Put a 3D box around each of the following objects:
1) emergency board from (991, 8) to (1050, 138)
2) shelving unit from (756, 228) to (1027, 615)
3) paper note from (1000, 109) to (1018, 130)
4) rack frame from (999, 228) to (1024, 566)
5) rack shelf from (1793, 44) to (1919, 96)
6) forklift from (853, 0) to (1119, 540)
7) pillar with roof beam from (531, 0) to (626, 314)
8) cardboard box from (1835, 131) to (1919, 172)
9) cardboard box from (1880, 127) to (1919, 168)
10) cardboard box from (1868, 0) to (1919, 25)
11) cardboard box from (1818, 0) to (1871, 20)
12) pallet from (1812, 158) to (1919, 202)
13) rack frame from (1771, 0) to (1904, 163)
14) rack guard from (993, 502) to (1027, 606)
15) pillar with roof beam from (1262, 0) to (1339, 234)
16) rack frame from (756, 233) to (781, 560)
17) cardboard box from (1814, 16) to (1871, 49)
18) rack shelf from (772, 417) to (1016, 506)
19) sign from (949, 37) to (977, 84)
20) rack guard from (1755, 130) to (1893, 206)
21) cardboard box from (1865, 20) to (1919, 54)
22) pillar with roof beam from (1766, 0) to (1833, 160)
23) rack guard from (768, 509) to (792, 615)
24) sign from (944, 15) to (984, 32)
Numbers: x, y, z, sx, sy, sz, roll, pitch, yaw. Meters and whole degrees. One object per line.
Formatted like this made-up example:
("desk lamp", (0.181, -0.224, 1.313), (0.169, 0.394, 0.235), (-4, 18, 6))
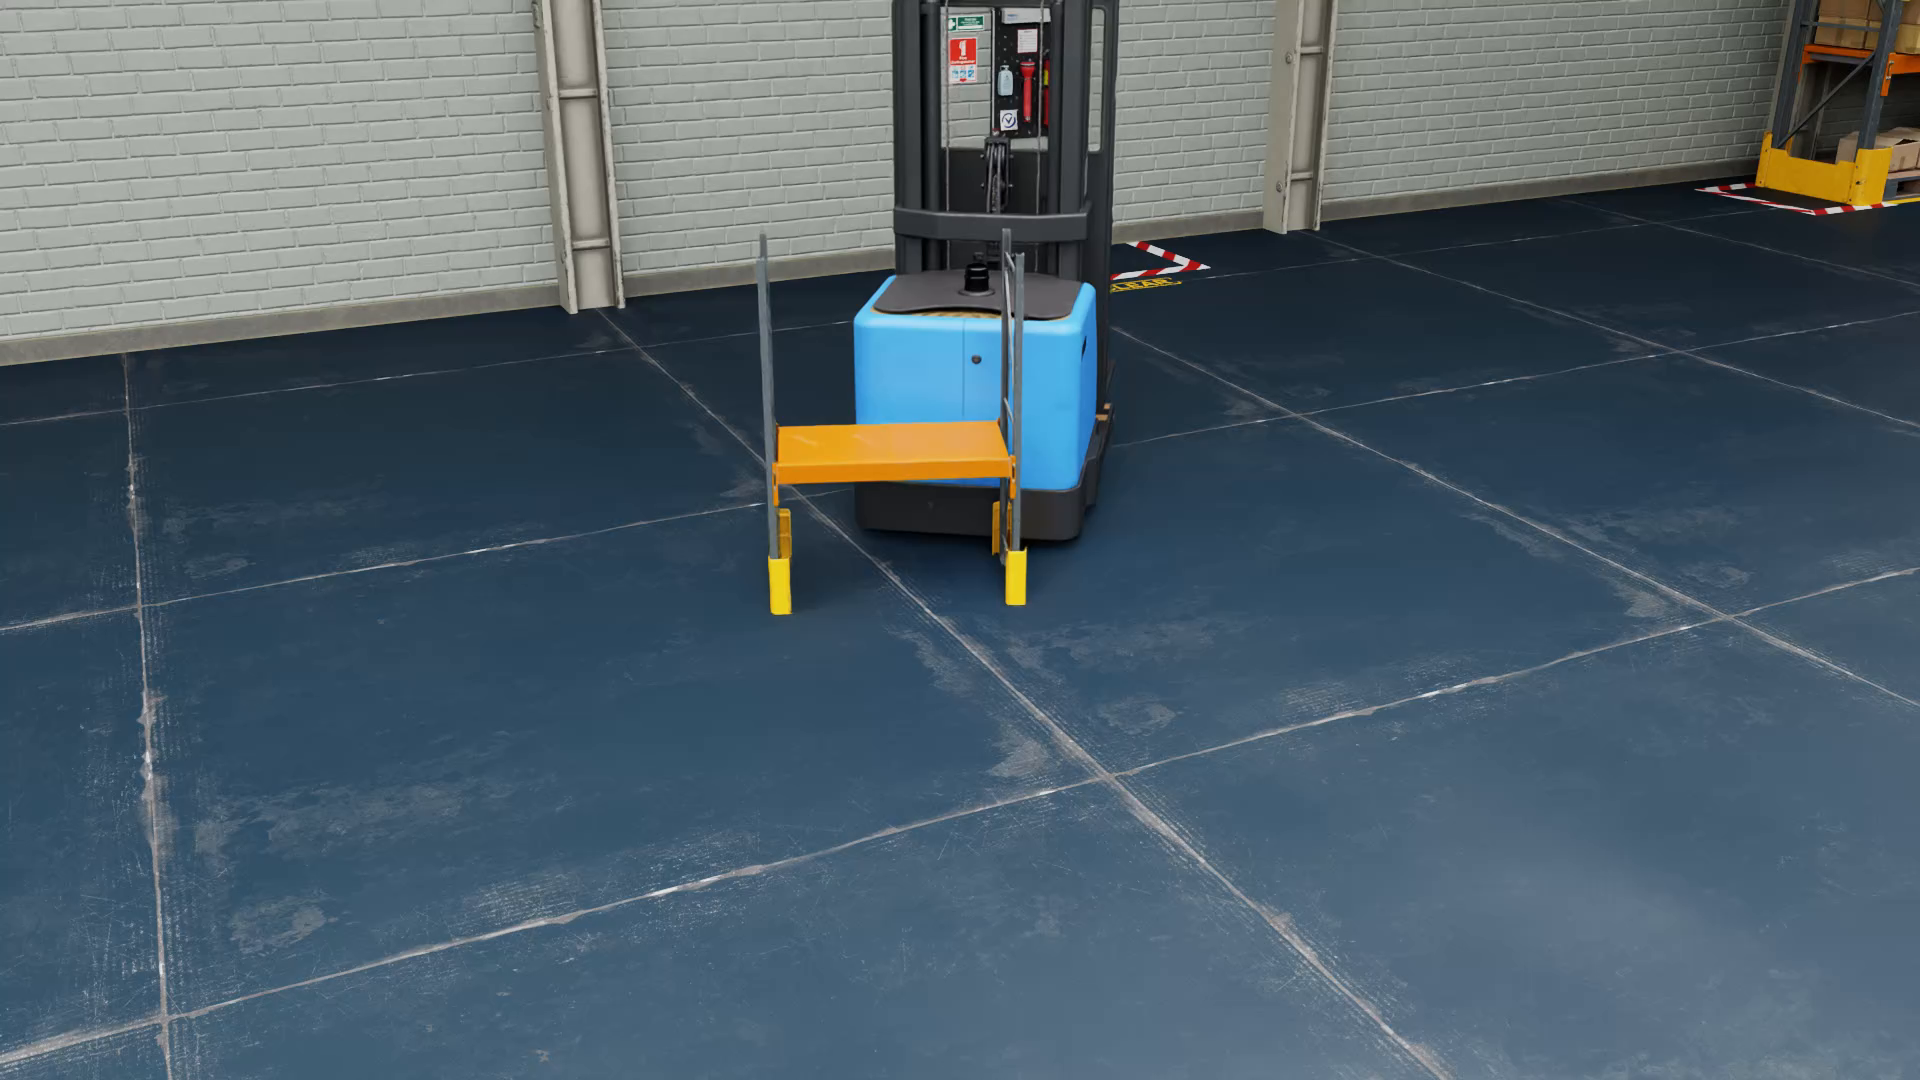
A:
("emergency board", (0.567, -3.641, 12.624), (0.643, 1.169, 0.194), (-10, 25, -24))
("shelving unit", (-0.281, -0.507, 7.013), (1.083, 1.500, 0.587), (-2, 23, -5))
("paper note", (0.377, -3.228, 12.779), (0.142, 0.148, 0.016), (-10, 25, -24))
("rack frame", (0.216, -0.524, 7.054), (0.032, 1.500, 0.500), (-2, 23, -5))
("rack shelf", (9.763, -4.618, 15.925), (4.000, 0.370, 1.077), (-10, 25, -24))
("forklift", (0.254, -1.883, 8.467), (1.130, 2.935, 3.031), (4, 23, 8))
("pillar with roof beam", (-0.729, -4.331, 6.446), (0.400, 9.000, 9.100), (-10, 25, -24))
("cardboard box", (8.623, -3.663, 15.618), (0.500, 0.311, 0.500), (-14, 26, -30))
("cardboard box", (9.137, -3.758, 15.847), (0.500, 0.311, 0.500), (-8, 24, -19))
("cardboard box", (8.521, -4.881, 14.808), (0.500, 0.500, 0.500), (-10, 25, -24))
("cardboard box", (8.293, -5.057, 15.233), (0.500, 0.500, 0.500), (-11, 25, -24))
("pallet", (8.777, -3.465, 15.846), (1.213, 0.211, 1.003), (-10, 25, -24))
("rack frame", (7.961, -4.619, 14.986), (0.127, 3.000, 1.000), (-10, 25, -24))
("rack guard", (0.215, 0.054, 7.293), (0.087, 0.250, 0.587), (-2, 23, -5))
("pillar with roof beam", (4.677, -5.326, 8.851), (0.400, 9.000, 9.100), (-10, 25, -24))
("rack frame", (-0.797, -0.489, 6.970), (0.032, 1.500, 0.500), (-2, 23, -5))
("cardboard box", (8.298, -4.703, 15.359), (0.500, 0.250, 0.500), (-10, 25, -23))
("rack shelf", (-0.290, -0.340, 7.081), (1.000, 0.185, 0.538), (-2, 23, -5))
("sign", (0.024, -3.601, 12.481), (0.234, 0.329, 0.001), (-10, 25, -24))
("rack guard", (8.029, -3.476, 15.494), (0.348, 0.500, 1.175), (-10, 25, -24))
("cardboard box", (8.538, -4.530, 14.942), (0.500, 0.250, 0.500), (-11, 25, -25))
("pillar with roof beam", (10.084, -6.321, 11.255), (0.400, 9.000, 9.100), (-10, 25, -24))
("rack guard", (-0.777, 0.088, 7.211), (0.087, 0.250, 0.587), (-2, 23, -5))
("sign", (0.032, -3.844, 12.374), (0.331, 0.109, 0.001), (-10, 25, -24))
